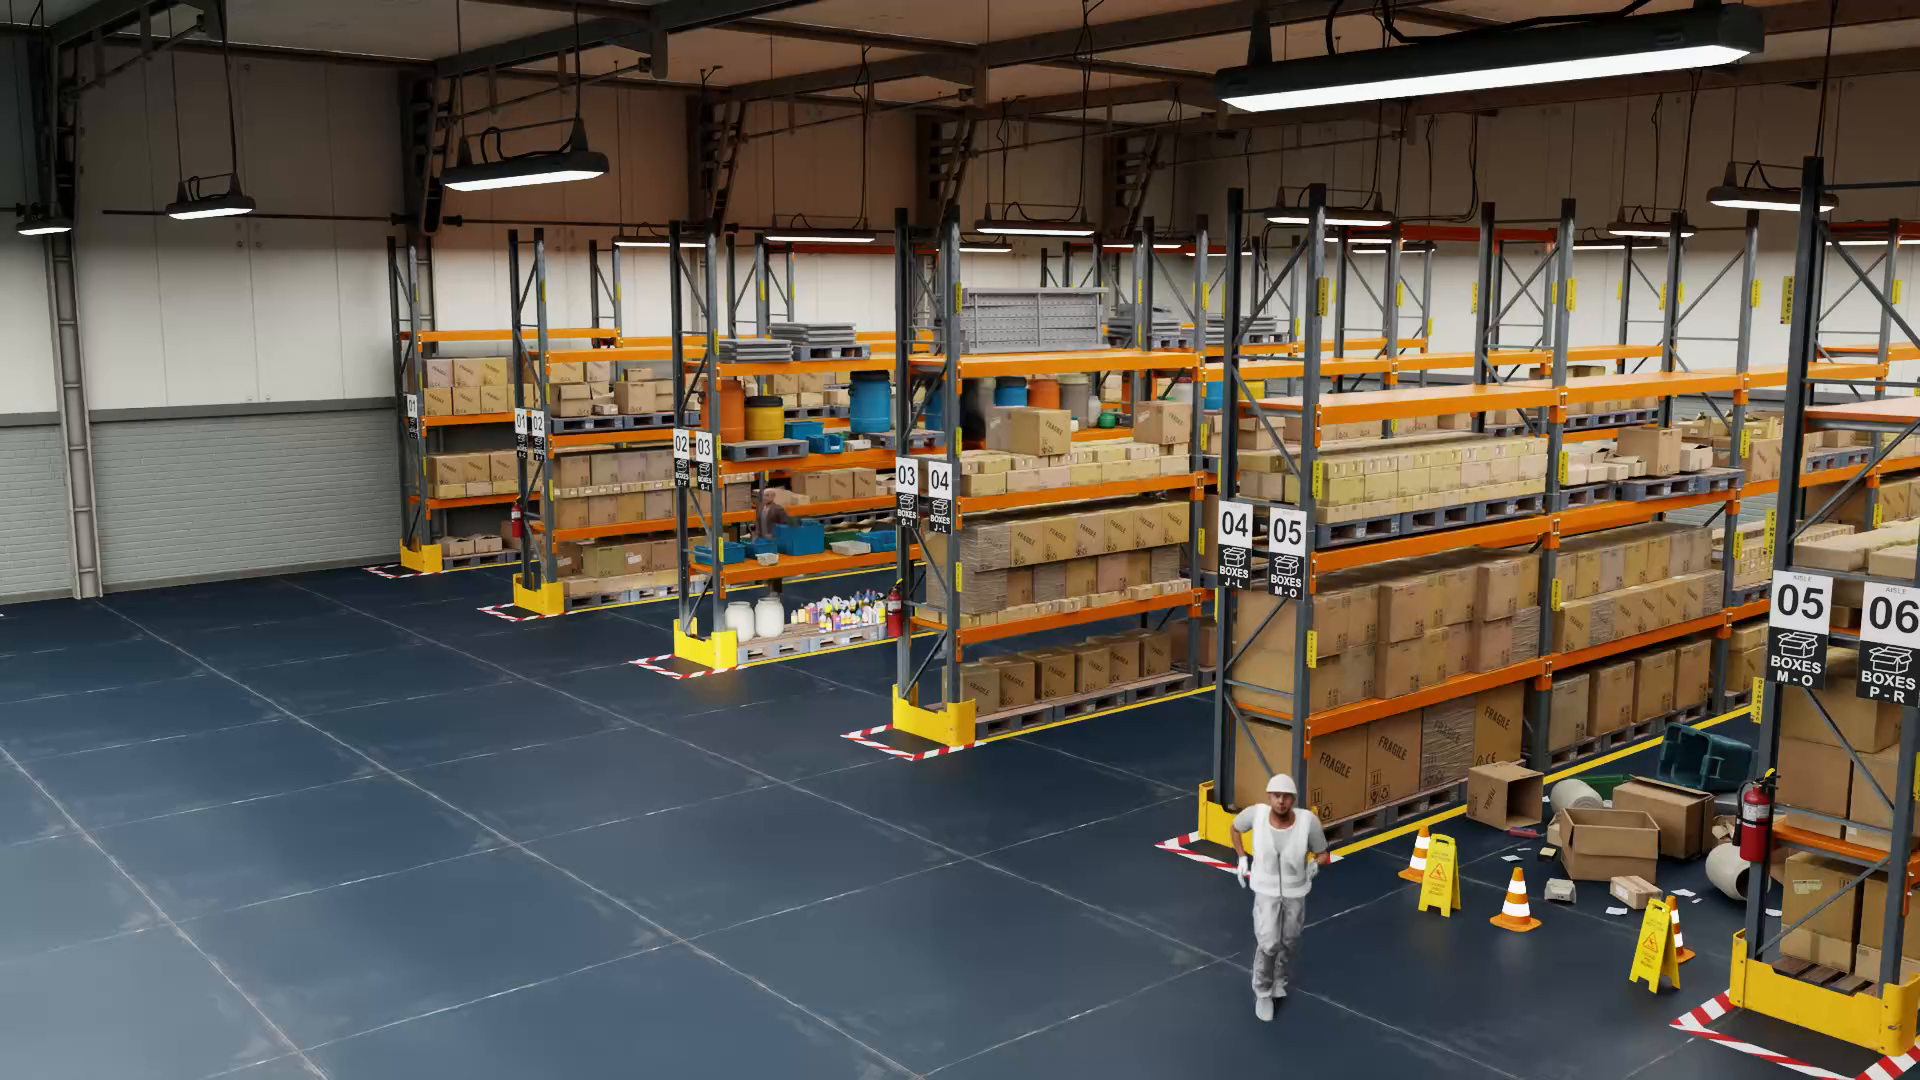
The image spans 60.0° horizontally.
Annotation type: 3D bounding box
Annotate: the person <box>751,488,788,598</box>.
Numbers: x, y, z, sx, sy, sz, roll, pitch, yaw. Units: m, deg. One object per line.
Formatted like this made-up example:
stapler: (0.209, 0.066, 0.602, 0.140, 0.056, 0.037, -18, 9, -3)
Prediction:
person: (-2.979, 0.060, 25.784, 0.700, 1.734, 0.658, 5, 10, 29)

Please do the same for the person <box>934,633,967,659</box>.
person: (-0.143, 0.679, 21.821, 0.665, 1.757, 0.602, 9, 12, 44)

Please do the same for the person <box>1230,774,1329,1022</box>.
person: (2.248, 2.521, 11.738, 0.677, 1.813, 0.794, 1, 9, 7)
